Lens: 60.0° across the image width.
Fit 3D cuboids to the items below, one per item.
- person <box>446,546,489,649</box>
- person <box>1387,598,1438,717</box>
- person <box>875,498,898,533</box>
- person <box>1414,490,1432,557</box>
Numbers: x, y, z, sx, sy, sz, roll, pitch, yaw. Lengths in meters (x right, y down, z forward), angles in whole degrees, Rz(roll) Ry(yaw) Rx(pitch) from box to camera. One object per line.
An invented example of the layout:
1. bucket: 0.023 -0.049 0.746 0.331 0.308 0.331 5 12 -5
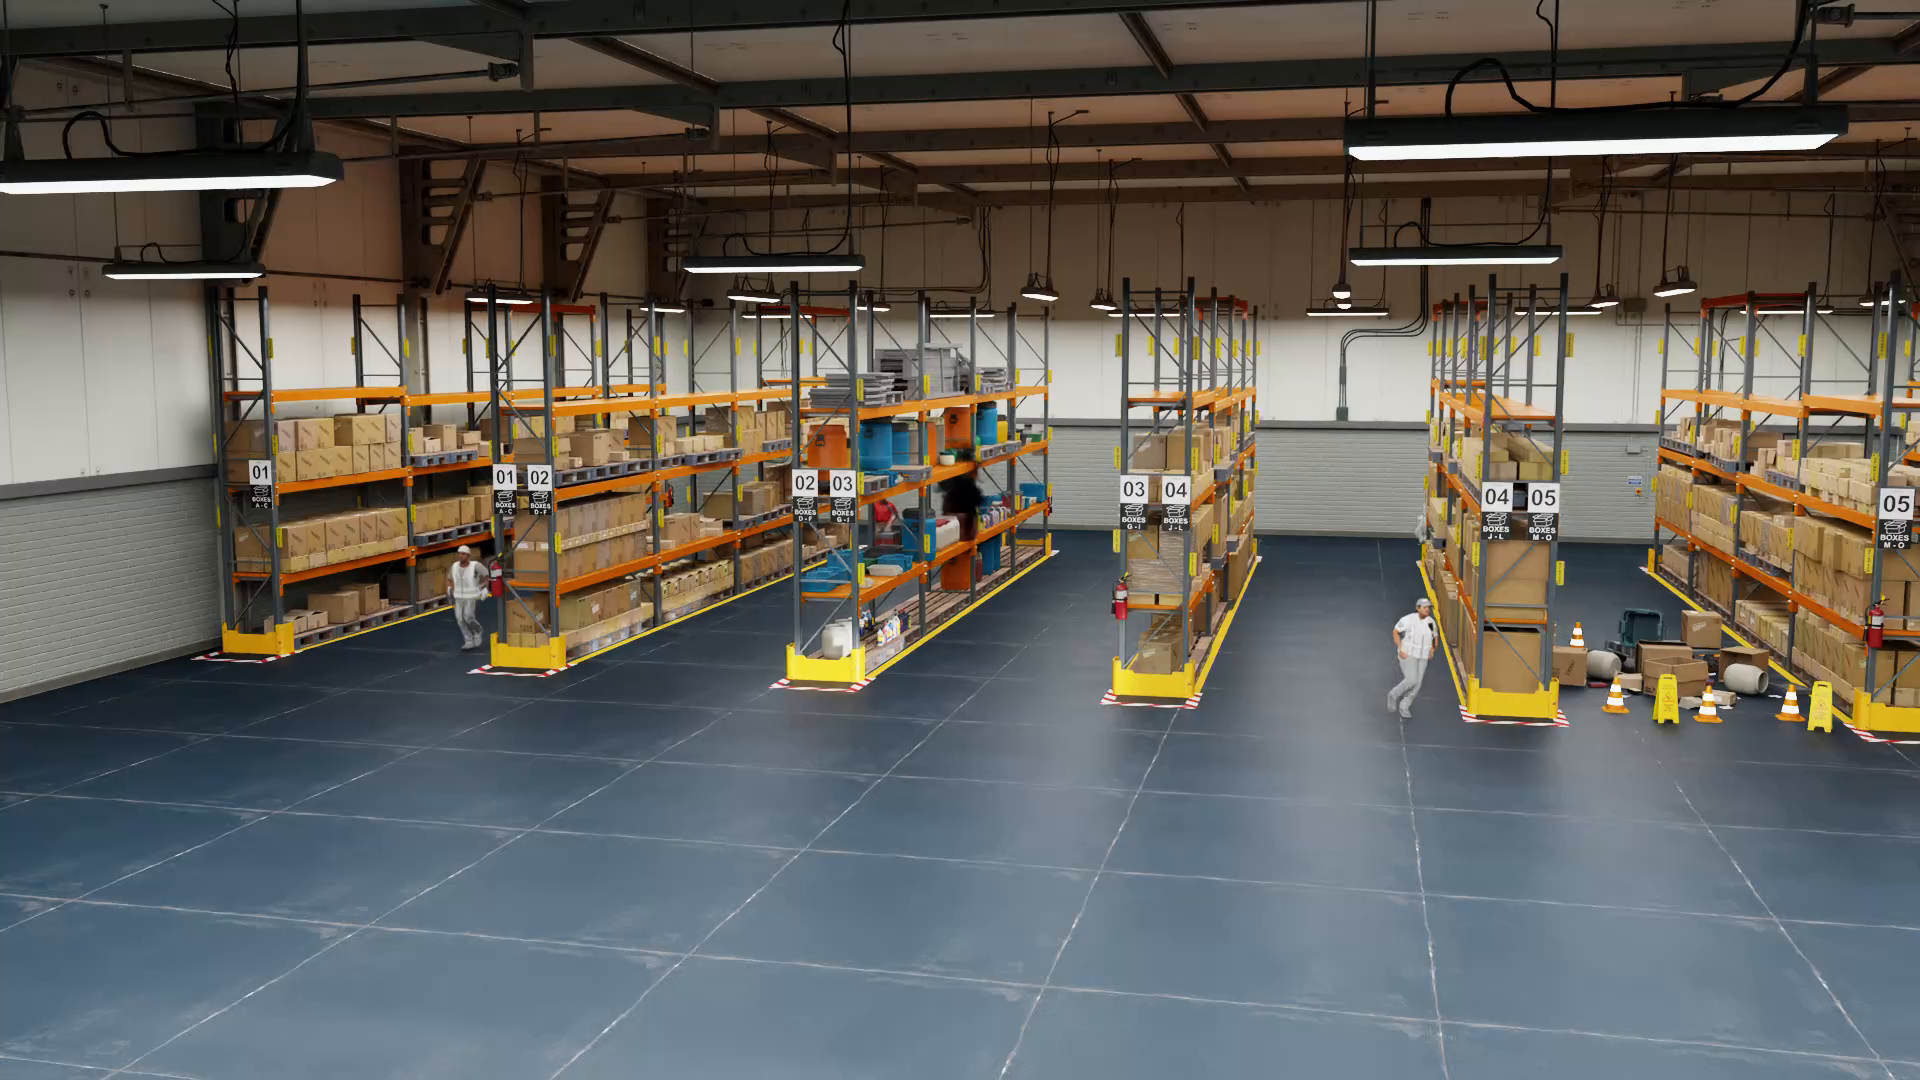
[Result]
1. person: -8.202 0.961 27.589 0.710 1.737 0.604 1 7 10
2. person: 6.235 1.604 22.725 0.662 1.623 0.502 -2 7 -14
3. person: -1.795 -0.294 38.925 0.675 1.685 0.606 0 7 3
4. person: 11.198 -0.441 39.762 0.629 1.762 0.674 2 7 16
